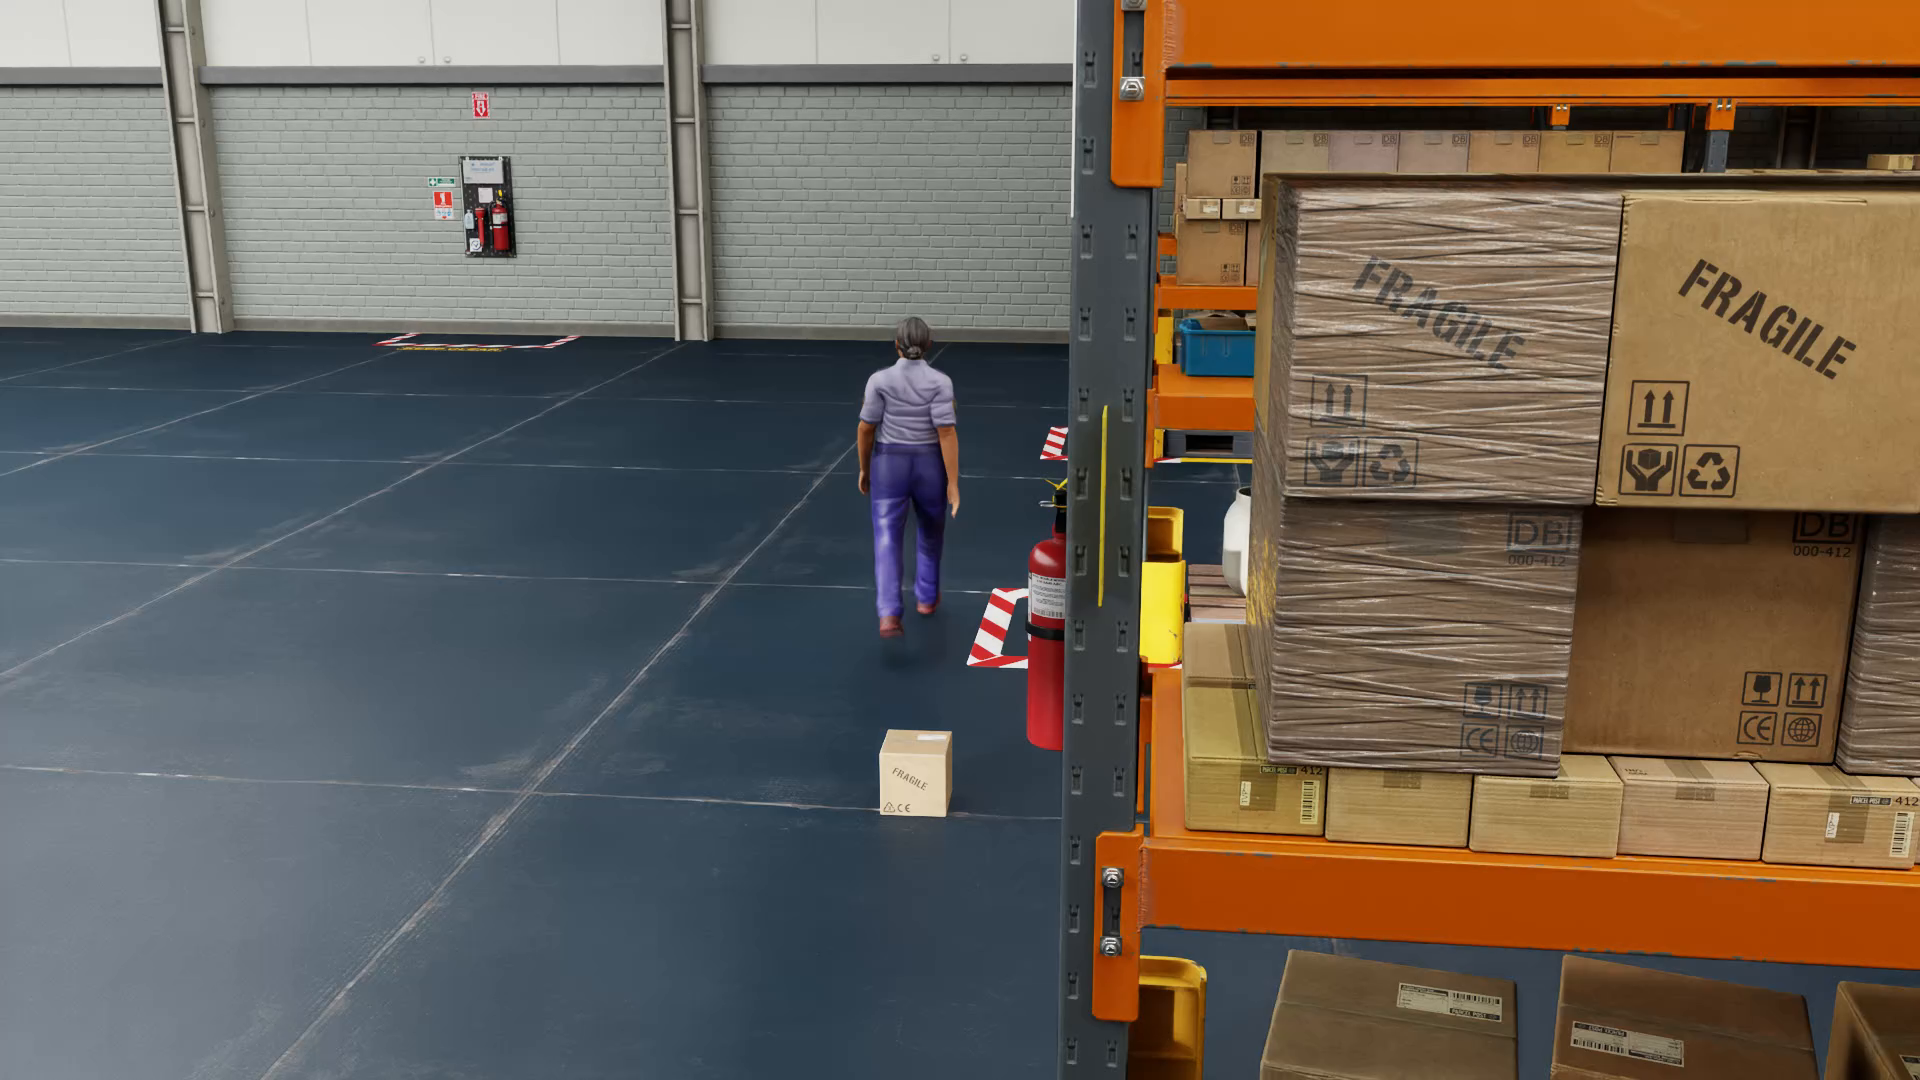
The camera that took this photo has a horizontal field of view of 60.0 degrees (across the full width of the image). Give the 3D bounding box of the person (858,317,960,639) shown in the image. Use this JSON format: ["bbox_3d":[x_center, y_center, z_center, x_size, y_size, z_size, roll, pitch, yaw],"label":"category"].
[{"bbox_3d":[-0.260,-0.320,8.320,0.498,1.577,1.022,-1,14,-4],"label":"person"}]
